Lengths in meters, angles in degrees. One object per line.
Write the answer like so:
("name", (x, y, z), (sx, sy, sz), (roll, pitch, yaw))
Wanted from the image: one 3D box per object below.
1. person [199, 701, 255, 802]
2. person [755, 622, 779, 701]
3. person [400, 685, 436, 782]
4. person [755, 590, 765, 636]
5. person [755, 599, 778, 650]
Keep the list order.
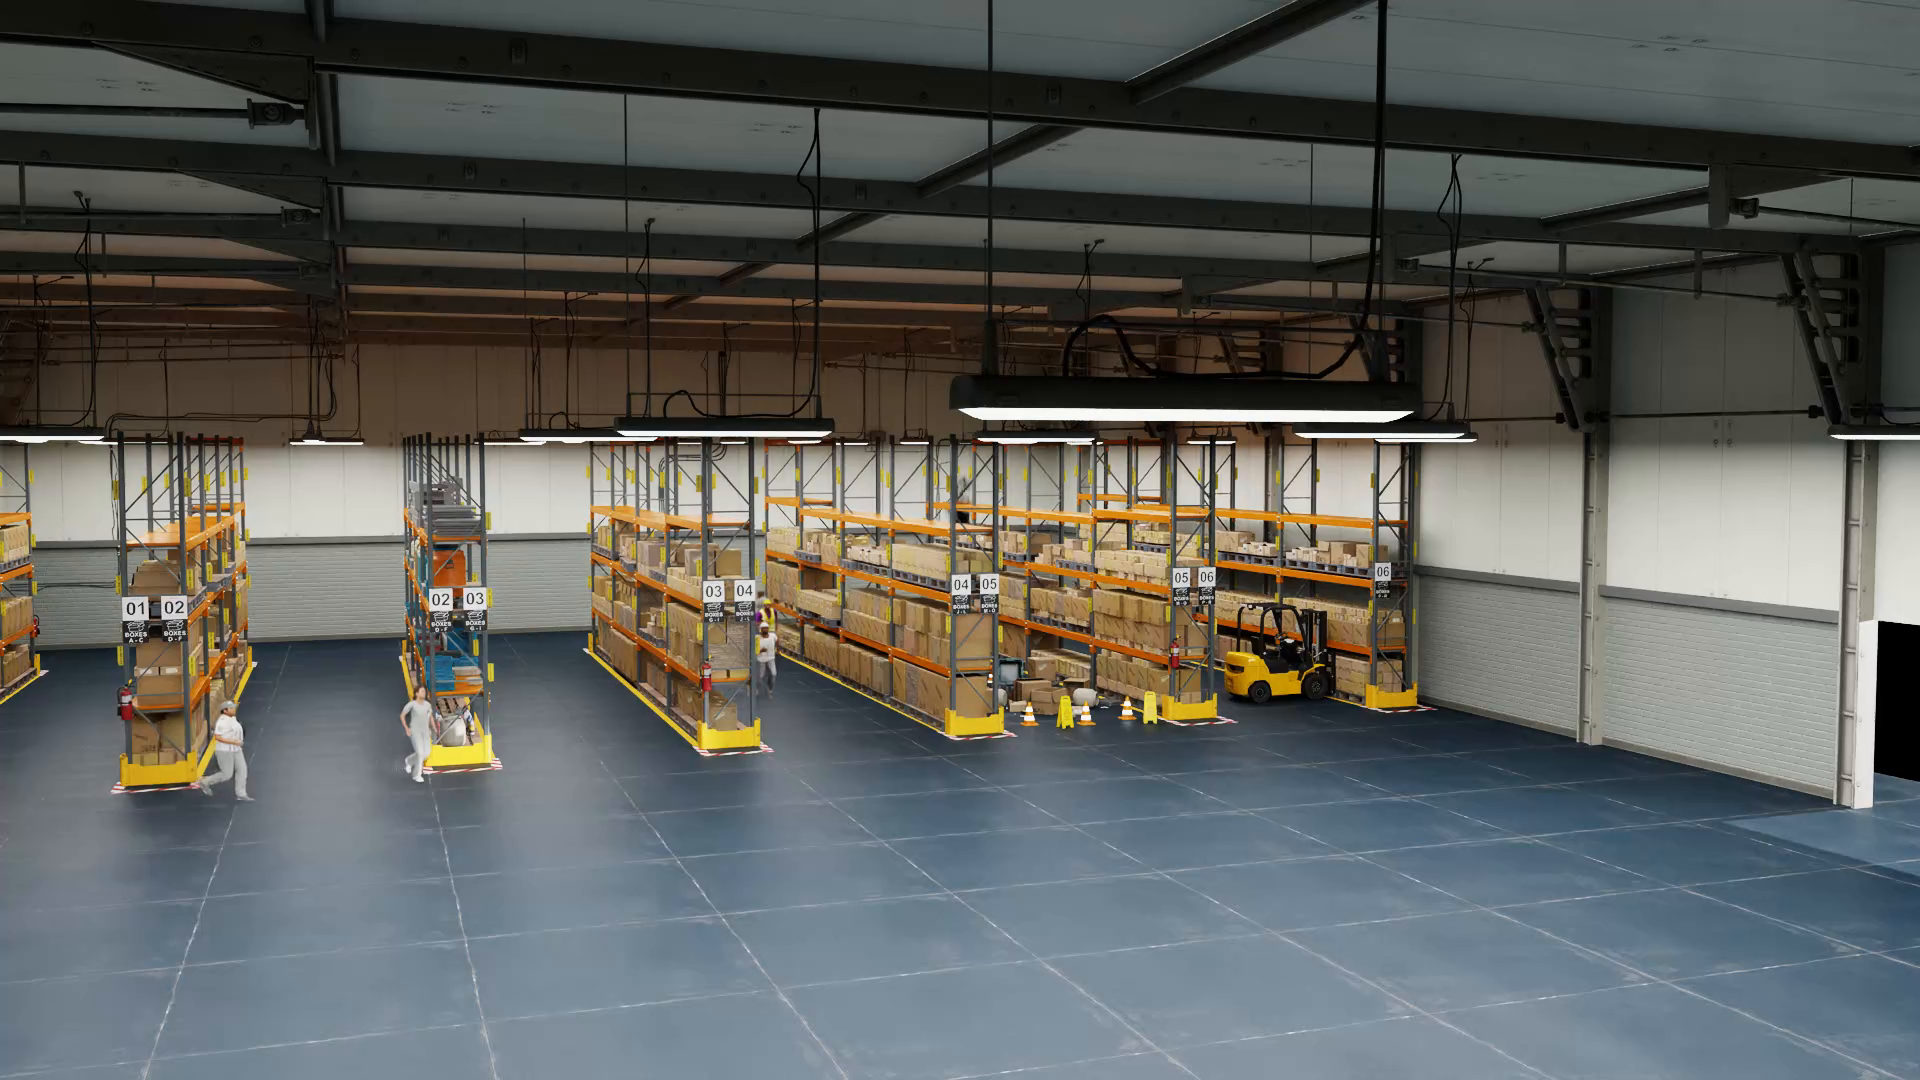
("person", (-11.836, 3.419, 26.844), (0.861, 1.661, 0.610), (0, 3, 3))
("person", (-4.412, 2.749, 37.802), (0.710, 1.798, 0.889), (-1, 3, -22))
("person", (-9.359, 3.329, 28.756), (0.594, 1.624, 0.613), (3, 4, 40))
("person", (-5.897, 2.225, 49.574), (0.610, 1.507, 0.615), (-1, 3, -25))
("person", (-5.072, 2.439, 43.548), (0.727, 1.802, 0.849), (-2, 4, -27))
